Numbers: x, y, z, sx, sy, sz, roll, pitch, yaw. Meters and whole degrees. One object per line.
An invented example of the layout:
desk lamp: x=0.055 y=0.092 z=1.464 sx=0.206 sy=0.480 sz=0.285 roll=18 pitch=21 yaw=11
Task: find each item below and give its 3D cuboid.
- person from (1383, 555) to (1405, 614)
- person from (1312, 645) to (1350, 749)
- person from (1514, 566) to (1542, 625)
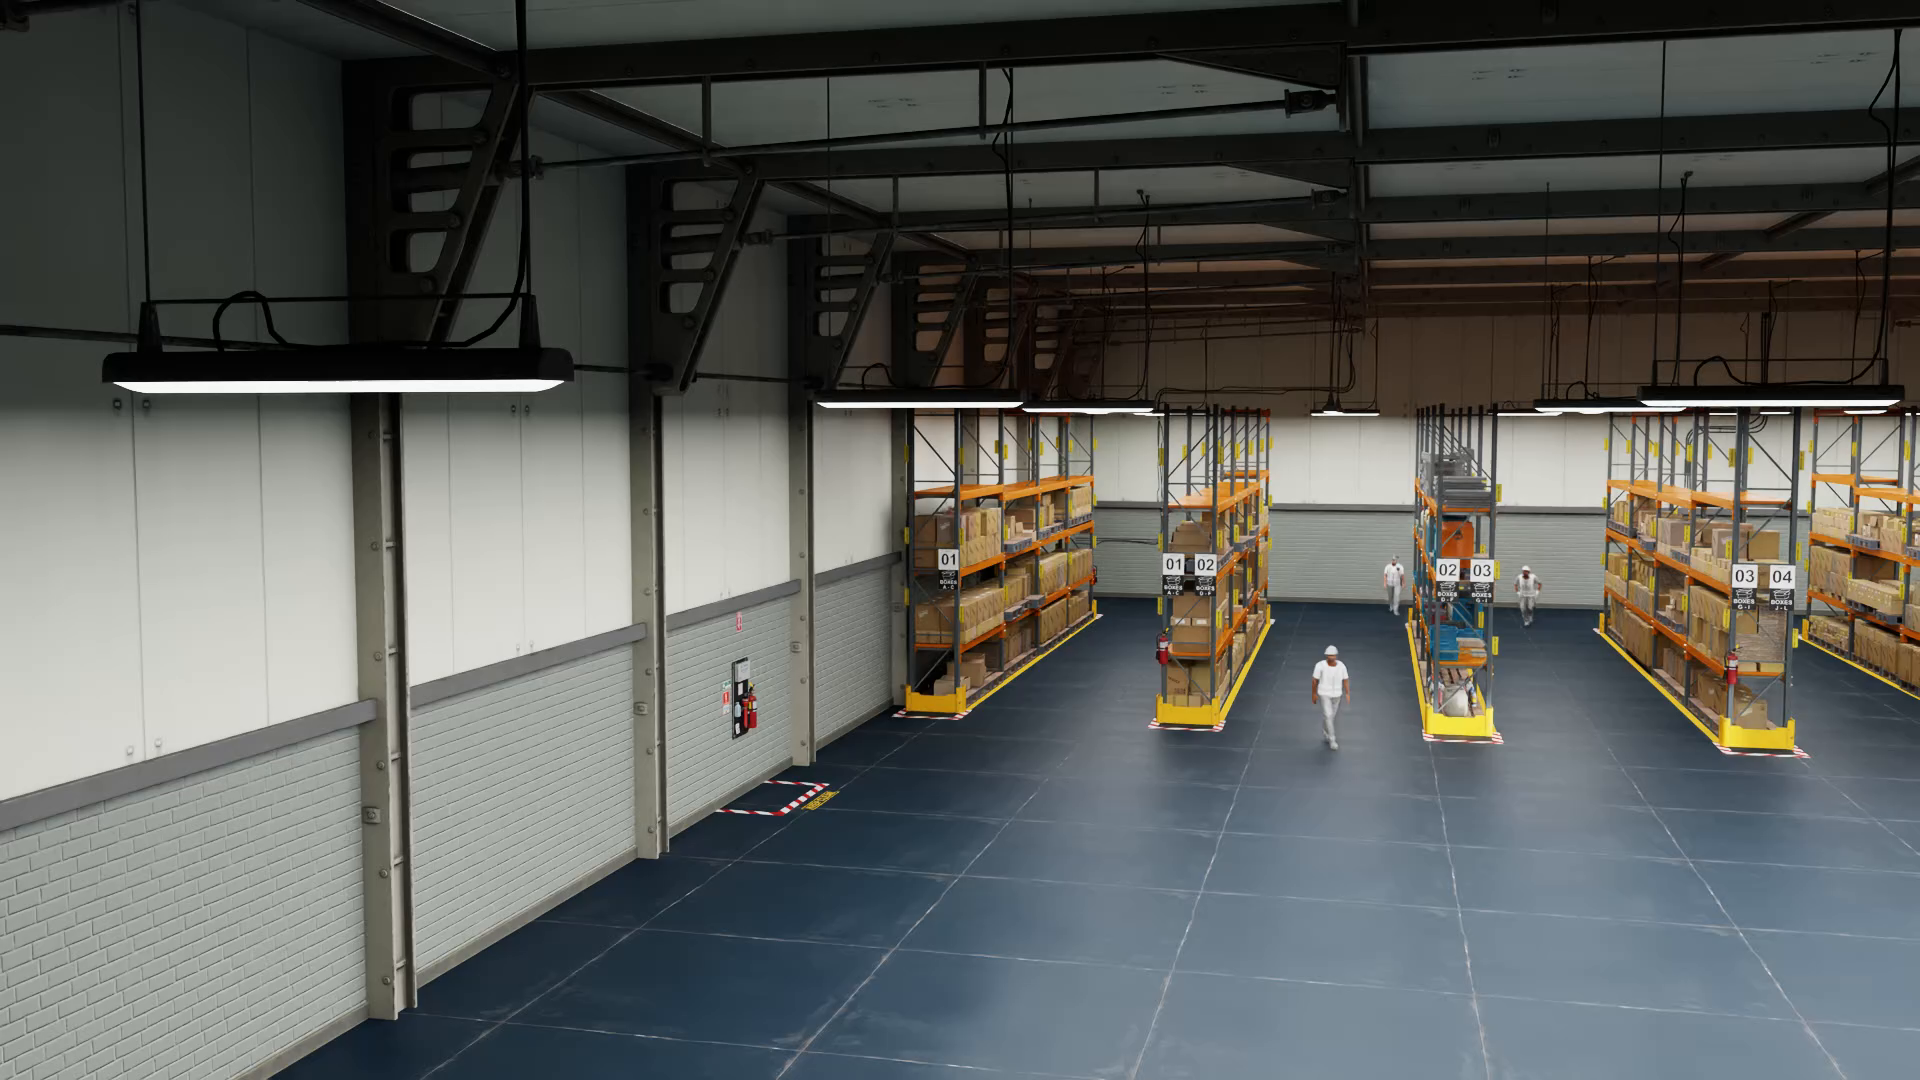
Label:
person: x=12.751 y=1.285 z=48.862 sx=0.599 sy=1.704 sz=1.085 roll=2 pitch=5 yaw=23
person: x=6.506 y=2.712 z=29.067 sx=0.601 sy=1.735 sz=0.859 roll=-1 pitch=4 yaw=-11
person: x=15.693 y=1.543 z=45.965 sx=0.724 sy=1.677 sz=0.665 roll=2 pitch=5 yaw=25
